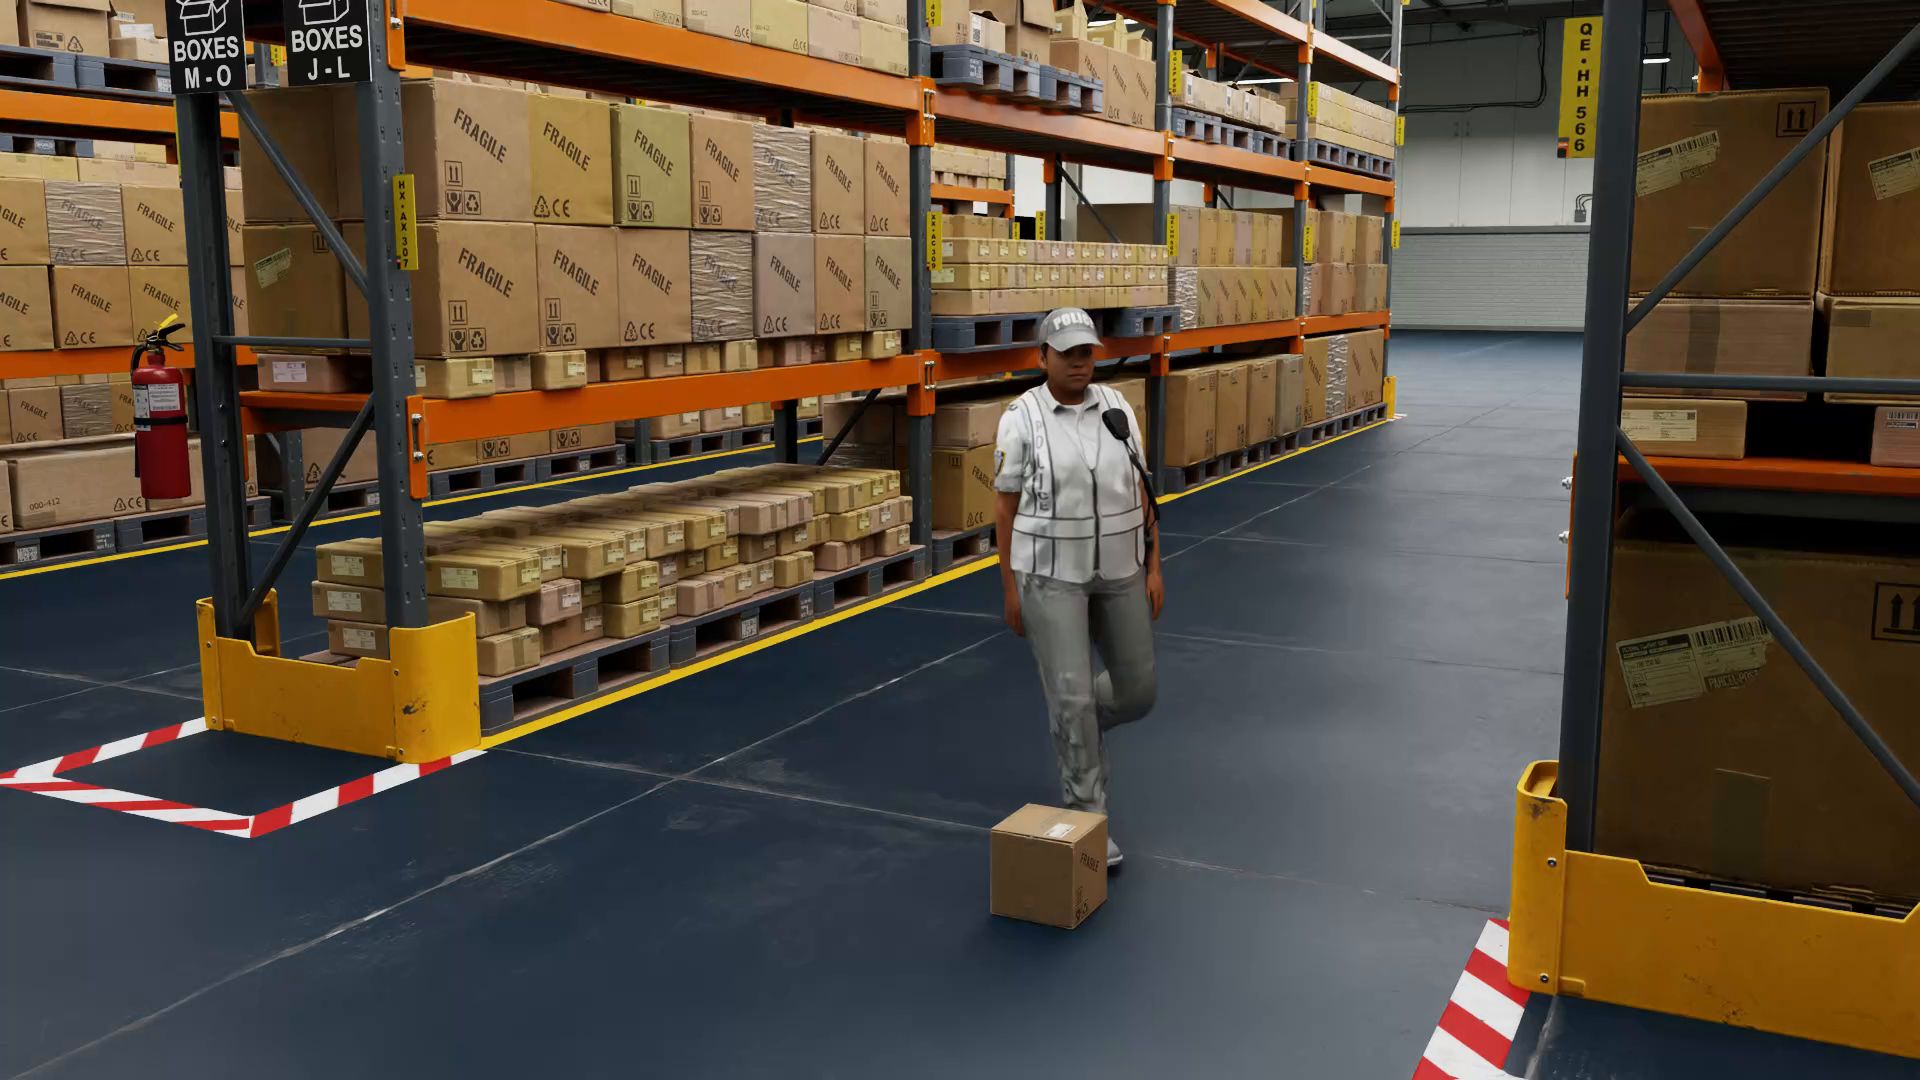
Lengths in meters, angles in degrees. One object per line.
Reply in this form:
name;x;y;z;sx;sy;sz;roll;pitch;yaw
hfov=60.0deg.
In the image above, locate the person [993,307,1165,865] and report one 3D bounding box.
person;0.358;0.110;5.138;0.525;1.646;0.717;-3;10;-16
